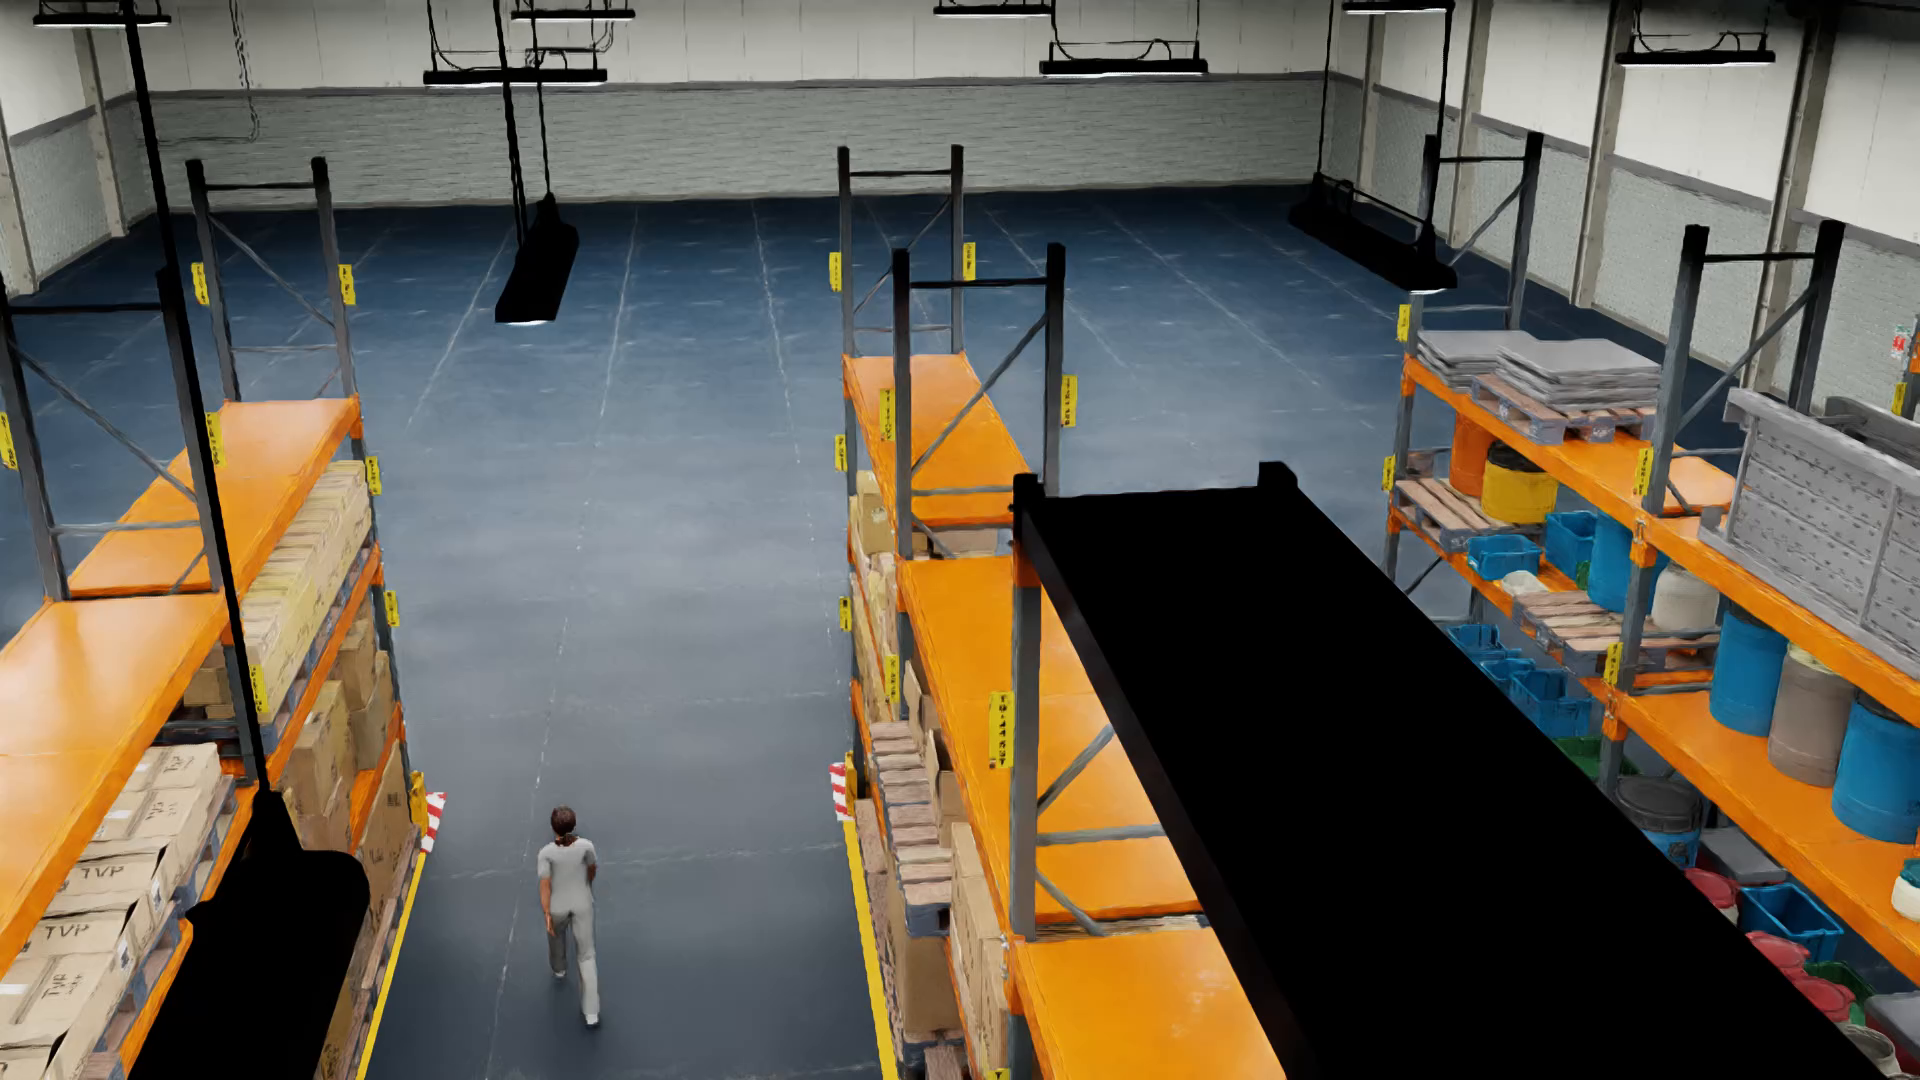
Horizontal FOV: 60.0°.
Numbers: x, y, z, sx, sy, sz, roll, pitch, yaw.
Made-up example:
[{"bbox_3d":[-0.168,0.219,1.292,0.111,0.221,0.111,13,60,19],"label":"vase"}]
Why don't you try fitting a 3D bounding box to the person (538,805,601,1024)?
[{"bbox_3d":[-2.935,2.723,12.546,0.443,1.605,1.014,-6,22,-16],"label":"person"}]
